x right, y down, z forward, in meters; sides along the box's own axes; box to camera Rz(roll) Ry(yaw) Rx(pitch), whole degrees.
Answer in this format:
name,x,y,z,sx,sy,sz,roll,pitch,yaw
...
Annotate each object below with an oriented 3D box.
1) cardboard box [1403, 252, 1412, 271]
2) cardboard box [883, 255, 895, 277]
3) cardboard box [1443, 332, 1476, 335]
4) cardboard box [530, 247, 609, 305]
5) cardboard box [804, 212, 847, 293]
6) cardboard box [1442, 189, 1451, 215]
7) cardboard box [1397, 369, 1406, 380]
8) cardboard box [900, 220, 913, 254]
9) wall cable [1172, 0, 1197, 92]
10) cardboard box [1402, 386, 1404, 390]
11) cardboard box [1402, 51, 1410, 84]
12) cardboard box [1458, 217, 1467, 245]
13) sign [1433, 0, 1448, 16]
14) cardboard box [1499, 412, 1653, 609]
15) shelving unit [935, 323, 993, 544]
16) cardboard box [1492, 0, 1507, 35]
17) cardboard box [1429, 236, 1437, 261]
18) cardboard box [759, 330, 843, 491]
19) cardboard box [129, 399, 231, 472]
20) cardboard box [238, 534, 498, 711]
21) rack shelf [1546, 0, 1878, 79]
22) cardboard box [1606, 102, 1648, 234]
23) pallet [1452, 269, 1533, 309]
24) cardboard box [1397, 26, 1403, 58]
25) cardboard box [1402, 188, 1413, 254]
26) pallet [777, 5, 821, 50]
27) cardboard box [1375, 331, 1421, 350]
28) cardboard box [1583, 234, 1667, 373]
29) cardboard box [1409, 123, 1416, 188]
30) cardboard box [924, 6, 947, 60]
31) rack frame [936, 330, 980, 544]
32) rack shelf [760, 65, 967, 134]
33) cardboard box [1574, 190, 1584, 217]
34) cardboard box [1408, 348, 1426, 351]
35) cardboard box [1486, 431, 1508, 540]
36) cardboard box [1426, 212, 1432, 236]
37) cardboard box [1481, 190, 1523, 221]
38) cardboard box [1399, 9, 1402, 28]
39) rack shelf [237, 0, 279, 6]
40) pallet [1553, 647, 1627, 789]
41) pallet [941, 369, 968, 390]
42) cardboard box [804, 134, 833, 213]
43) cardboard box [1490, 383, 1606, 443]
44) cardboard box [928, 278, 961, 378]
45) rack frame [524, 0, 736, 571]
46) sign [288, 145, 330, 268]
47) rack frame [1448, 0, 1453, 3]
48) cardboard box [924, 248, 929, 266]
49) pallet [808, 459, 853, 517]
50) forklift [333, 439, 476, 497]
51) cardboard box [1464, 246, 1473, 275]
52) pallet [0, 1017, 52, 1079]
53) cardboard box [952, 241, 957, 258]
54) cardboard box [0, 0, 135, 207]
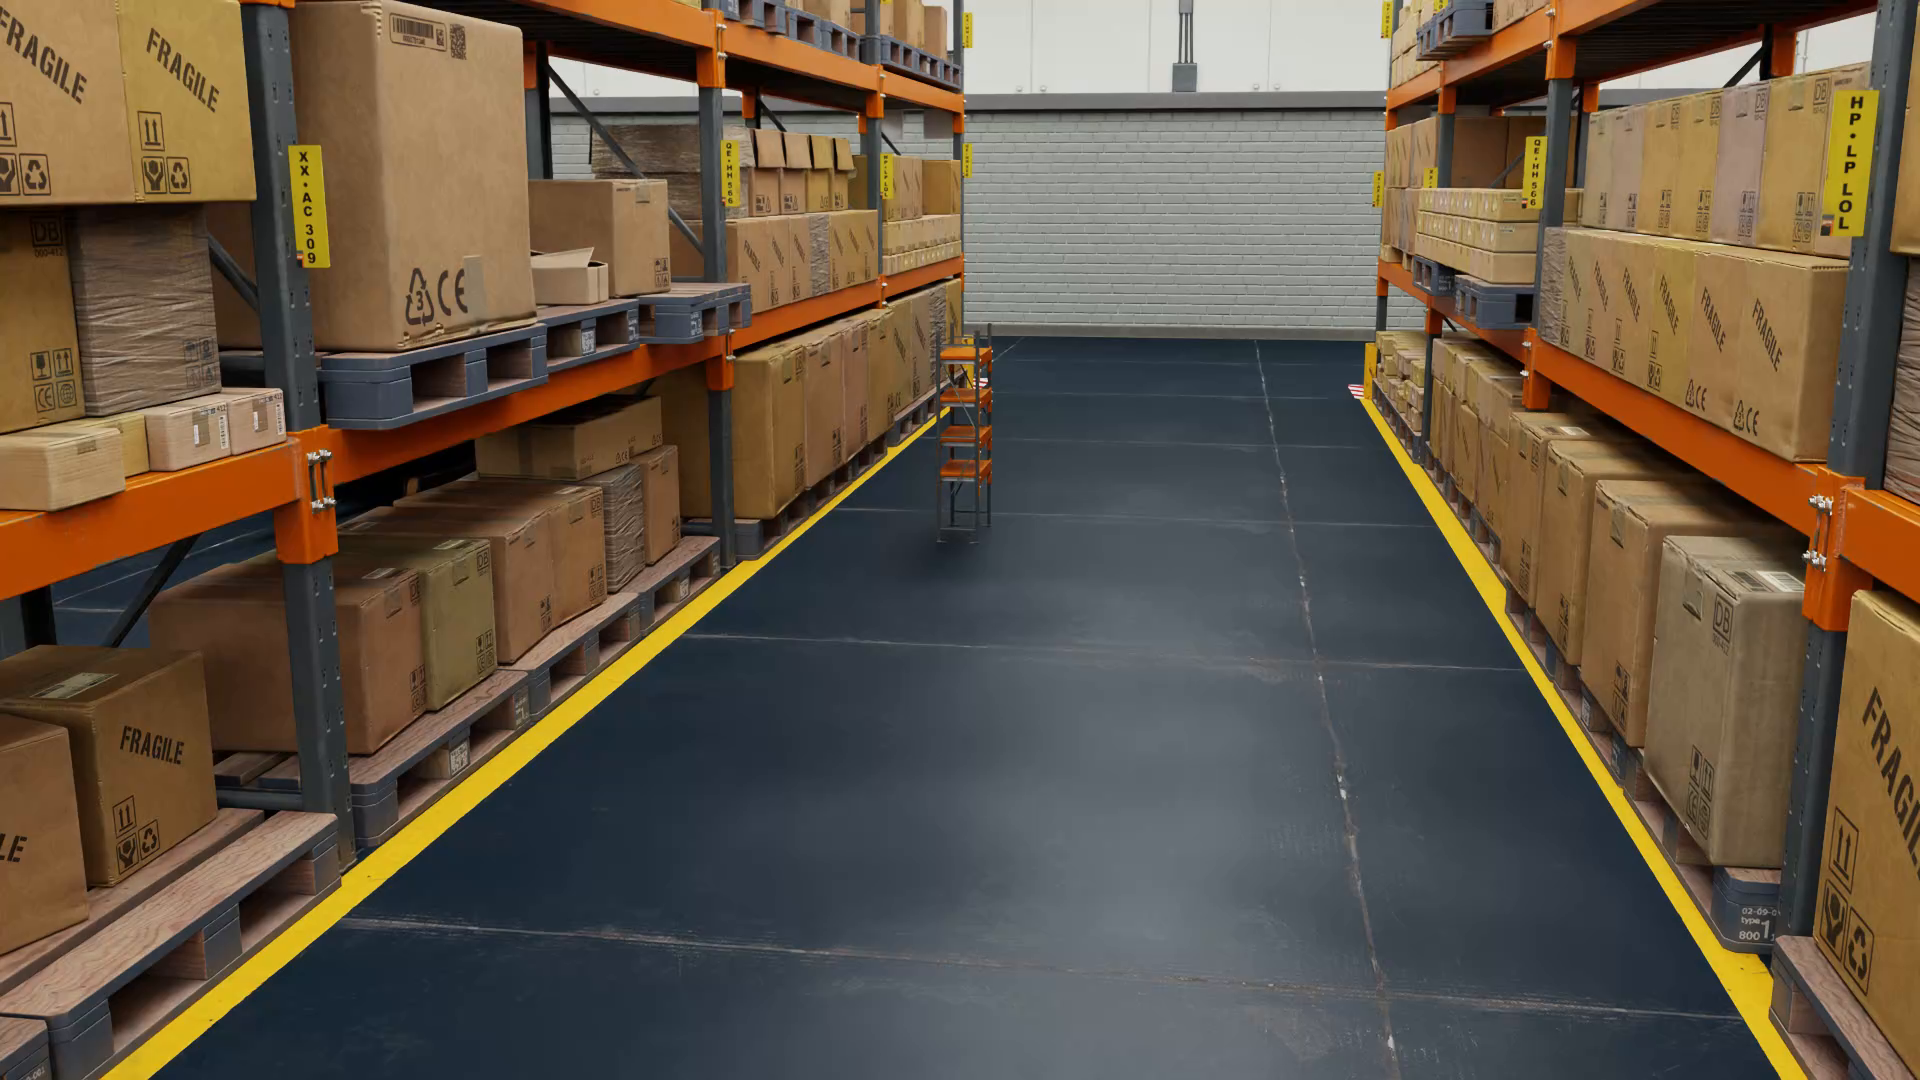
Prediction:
name,x,y,z,sx,sy,sz,roll,pitch,yaw
cardboard box,3.787,-2.254,13.431,0.380,0.149,0.250,2,12,10
cardboard box,-0.706,-2.092,12.678,0.380,0.149,0.250,2,12,9
cardboard box,4.589,-1.799,15.080,0.380,0.149,0.250,2,12,9
cardboard box,-1.685,-1.115,6.870,0.396,0.266,0.258,2,12,7
cardboard box,-1.039,-1.895,10.929,0.500,0.500,0.500,2,12,8
cardboard box,3.092,-2.019,9.931,0.380,0.149,0.250,2,12,11
cardboard box,3.944,-1.454,14.185,0.380,0.149,0.250,1,12,6
cardboard box,-0.668,-2.429,13.294,0.500,0.250,0.500,2,12,8
wall cable,3.810,-8.568,20.252,2.277,5.999,0.120,2,12,9
cardboard box,3.795,-1.154,13.500,0.380,0.149,0.250,2,12,10
cardboard box,3.947,-3.906,13.733,0.500,0.250,0.500,1,12,7
cardboard box,2.973,-1.710,9.199,0.380,0.149,0.250,2,12,8
sign,3.268,-3.717,11.276,0.100,0.325,0.005,2,12,9
cardboard box,3.007,-0.131,7.326,1.050,0.750,0.750,2,12,8
shelving unit,0.025,-0.621,9.527,0.258,1.200,0.503,2,12,9
cardboard box,3.172,-3.001,8.939,0.500,0.500,0.500,2,12,9
cardboard box,3.171,-1.836,10.491,0.380,0.149,0.250,2,12,9
cardboard box,-1.424,-0.826,10.255,1.225,0.875,0.875,2,12,9
cardboard box,-2.101,-0.270,4.223,0.380,0.149,0.250,2,12,9
cardboard box,-2.103,0.282,5.953,0.700,0.500,0.500,2,12,8
rack shelf,2.882,-1.848,5.536,1.077,0.370,4.000,2,12,9
cardboard box,3.035,-1.489,6.672,0.700,0.500,0.500,2,12,8
pallet,3.454,-1.469,9.647,1.003,0.211,1.213,2,12,9
cardboard box,4.017,-4.261,14.194,0.500,0.250,0.500,2,12,8
cardboard box,3.759,-2.498,13.022,0.500,0.500,0.500,2,12,8
pallet,-1.480,-3.074,9.966,1.003,0.211,1.213,2,12,11
cardboard box,4.004,-1.820,15.174,0.380,0.149,0.250,1,12,6
cardboard box,2.701,-0.903,6.326,0.500,0.500,0.500,2,12,9
cardboard box,3.777,-2.986,12.912,0.500,0.500,0.500,2,12,10
cardboard box,-0.492,-4.656,15.387,0.700,0.500,0.500,1,12,5
rack frame,-0.012,-0.570,9.291,0.240,1.200,0.015,2,12,9
rack shelf,-0.773,-3.695,14.107,1.077,0.370,4.000,2,12,9
cardboard box,3.653,-1.887,9.315,0.380,0.149,0.250,2,12,10
cardboard box,3.877,-1.489,13.643,0.380,0.149,0.250,2,12,9
cardboard box,3.033,-0.279,8.602,0.500,0.500,0.500,2,12,8
cardboard box,3.213,-2.035,10.712,0.380,0.149,0.250,2,12,10
cardboard box,2.853,-1.692,8.413,0.380,0.149,0.250,2,12,8
cardboard box,3.975,-4.481,14.268,0.380,0.149,0.250,2,12,9
rack shelf,-2.618,-1.197,2.516,1.077,0.370,4.000,2,12,9
pallet,2.804,0.628,6.077,1.003,0.211,1.213,2,12,9
pallet,-0.511,-1.465,15.789,1.003,0.211,1.213,2,12,9
cardboard box,-1.287,-2.428,11.020,0.797,0.503,0.637,2,12,9
cardboard box,3.036,-0.651,8.549,0.500,0.250,0.500,2,12,7
cardboard box,-0.484,-2.028,15.828,0.875,0.875,0.875,2,12,9
rack frame,-1.695,-1.331,8.552,1.000,3.000,0.127,2,12,9
sign,-1.773,-0.906,4.523,0.100,0.325,0.005,2,12,9
rack frame,3.805,-4.915,10.940,1.000,3.000,0.127,2,12,9
cardboard box,-0.468,-2.417,14.184,0.380,0.149,0.250,2,12,7
pallet,-1.310,-0.383,10.771,1.003,0.211,1.213,2,12,9
forklift,-3.860,-1.766,10.730,1.130,2.935,3.031,3,13,15
cardboard box,2.933,-1.507,8.964,0.380,0.149,0.250,2,12,8
pallet,-2.564,1.260,3.146,1.003,0.211,1.213,2,12,9
cardboard box,-0.233,-2.735,15.661,0.380,0.149,0.250,2,12,9
cardboard box,-2.183,-0.975,3.582,0.500,0.500,0.500,2,12,9
